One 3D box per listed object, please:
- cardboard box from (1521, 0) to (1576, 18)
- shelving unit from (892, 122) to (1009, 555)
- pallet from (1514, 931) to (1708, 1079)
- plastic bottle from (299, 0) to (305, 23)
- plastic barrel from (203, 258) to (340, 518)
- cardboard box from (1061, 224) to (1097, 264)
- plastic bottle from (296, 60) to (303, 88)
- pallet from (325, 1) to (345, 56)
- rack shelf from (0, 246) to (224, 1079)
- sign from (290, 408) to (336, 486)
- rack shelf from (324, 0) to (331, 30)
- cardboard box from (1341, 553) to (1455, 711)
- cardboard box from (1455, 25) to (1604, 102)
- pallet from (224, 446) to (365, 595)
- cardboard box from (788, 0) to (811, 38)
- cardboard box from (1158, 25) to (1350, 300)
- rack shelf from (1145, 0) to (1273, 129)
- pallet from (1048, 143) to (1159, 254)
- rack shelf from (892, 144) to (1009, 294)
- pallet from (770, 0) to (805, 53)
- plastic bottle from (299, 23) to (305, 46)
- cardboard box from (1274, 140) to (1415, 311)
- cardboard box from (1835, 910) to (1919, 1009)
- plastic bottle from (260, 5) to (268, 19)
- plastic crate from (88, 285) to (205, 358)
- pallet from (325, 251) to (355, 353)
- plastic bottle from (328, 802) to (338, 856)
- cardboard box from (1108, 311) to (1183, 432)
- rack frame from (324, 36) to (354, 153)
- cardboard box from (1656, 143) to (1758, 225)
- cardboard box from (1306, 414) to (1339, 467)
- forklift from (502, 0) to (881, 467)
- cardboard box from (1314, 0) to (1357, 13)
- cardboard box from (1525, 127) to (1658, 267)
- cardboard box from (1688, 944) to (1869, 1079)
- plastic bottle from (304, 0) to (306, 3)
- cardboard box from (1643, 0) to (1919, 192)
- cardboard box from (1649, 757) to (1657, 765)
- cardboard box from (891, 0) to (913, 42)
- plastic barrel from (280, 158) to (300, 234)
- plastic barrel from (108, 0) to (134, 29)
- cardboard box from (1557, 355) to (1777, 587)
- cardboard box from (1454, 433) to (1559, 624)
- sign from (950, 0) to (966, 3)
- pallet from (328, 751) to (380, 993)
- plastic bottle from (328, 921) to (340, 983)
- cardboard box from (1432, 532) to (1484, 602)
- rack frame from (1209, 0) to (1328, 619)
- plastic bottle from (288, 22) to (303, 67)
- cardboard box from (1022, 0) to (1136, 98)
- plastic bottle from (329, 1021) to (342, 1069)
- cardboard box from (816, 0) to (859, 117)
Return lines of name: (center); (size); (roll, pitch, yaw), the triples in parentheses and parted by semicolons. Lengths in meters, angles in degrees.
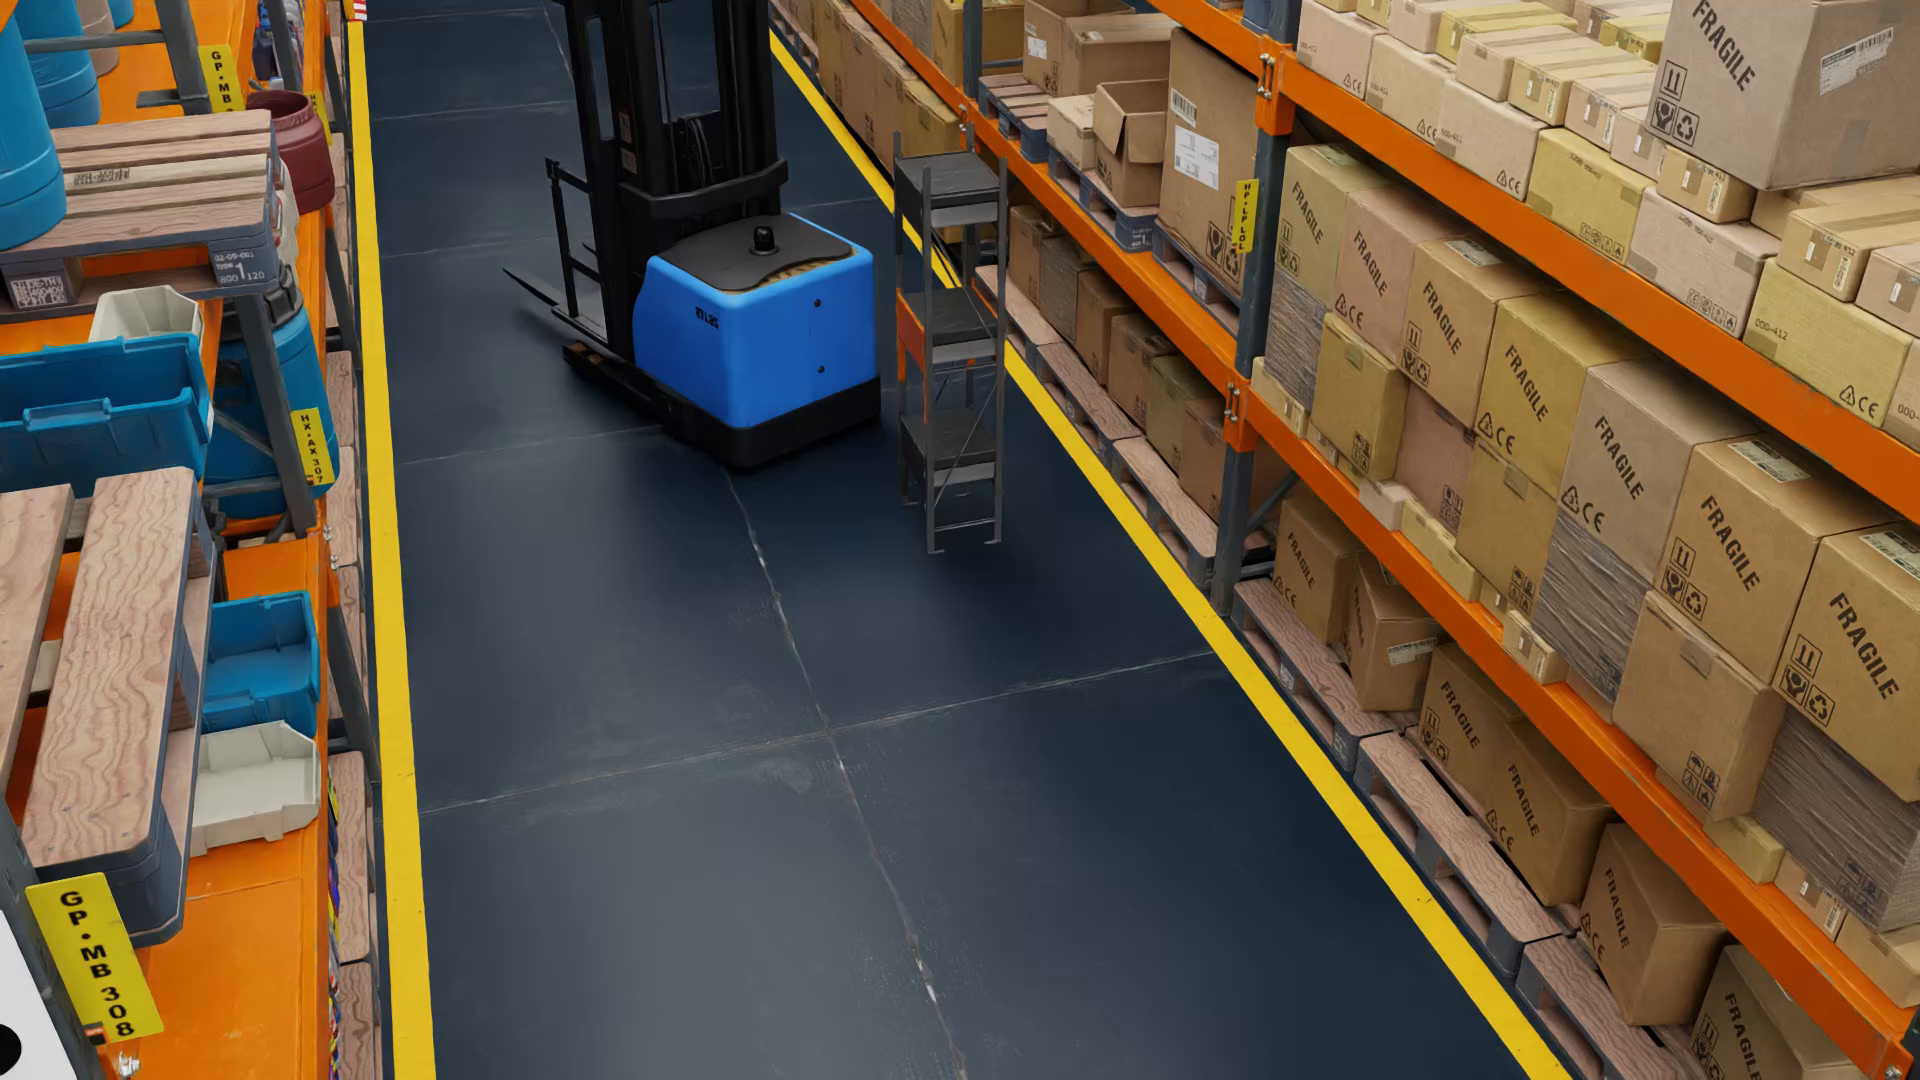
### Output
cardboard box: (2.262, -1.942, 6.022); (0.380, 0.149, 0.250); (-12, 35, -17)
shelving unit: (-0.050, -0.963, 8.303); (0.431, 2.100, 0.503); (-10, 35, -15)
pallet: (2.717, 1.809, 5.821); (1.003, 0.211, 1.213); (-10, 35, -15)
plastic bottle: (-4.831, -3.901, 11.978); (0.144, 0.351, 0.185); (-10, 35, -15)
plastic barrel: (-2.812, -0.612, 6.501); (0.600, 0.901, 0.708); (-10, 35, -15)
cardboard box: (0.919, -1.912, 10.111); (0.500, 0.250, 0.500); (-6, 34, -9)
plastic bottle: (-4.318, -3.028, 10.728); (0.097, 0.271, 0.097); (0, 33, 0)
pallet: (-6.428, -4.847, 15.893); (1.003, 0.211, 1.213); (-10, 35, -15)
rack shelf: (-2.372, -0.050, 4.037); (1.077, 0.370, 4.000); (-10, 35, -15)
sign: (-2.455, -0.351, 6.310); (0.100, 0.325, 0.005); (-10, 35, -15)
rack shelf: (-6.033, -5.099, 14.399); (1.077, 0.370, 4.000); (-10, 35, -15)
cardboard box: (2.000, 0.402, 7.308); (0.500, 0.500, 0.500); (0, 33, 1)
cardboard box: (1.863, -1.564, 5.450); (0.380, 0.149, 0.250); (-11, 35, -16)
pallet: (-3.635, -0.033, 8.609); (1.003, 0.211, 1.213); (-10, 35, -15)
cardboard box: (-1.105, -5.304, 15.602); (0.875, 0.875, 0.875); (-10, 35, -15)
cardboard box: (1.626, -1.848, 7.901); (1.000, 1.000, 1.000); (-10, 35, -14)
rack shelf: (1.125, -2.983, 8.476); (1.077, 0.370, 4.000); (-10, 35, -15)
pallet: (1.157, -1.970, 9.184); (1.003, 0.211, 1.213); (-10, 35, -15)
rack shelf: (-0.050, -1.536, 7.924); (0.431, 0.518, 0.480); (-10, 35, -15)
pallet: (-1.239, -5.073, 16.236); (1.003, 0.211, 1.213); (-10, 35, -15)
plastic bottle: (-4.627, -3.530, 11.552); (0.097, 0.201, 0.097); (0, 33, 0)
cardboard box: (1.630, -1.286, 6.708); (0.500, 0.500, 0.500); (-10, 35, -15)
cardboard box: (2.671, 1.108, 4.580); (0.380, 0.149, 0.250); (-10, 35, -15)
plastic bottle: (-4.801, -3.585, 11.571); (0.097, 0.271, 0.097); (0, 33, 0)
plastic crate: (-2.108, -0.516, 4.328); (0.243, 0.136, 0.396); (-10, 35, -15)
pallet: (-4.483, -1.493, 10.818); (1.003, 0.211, 1.213); (-10, 35, -15)
plastic bottle: (-2.511, 1.062, 6.426); (0.144, 0.351, 0.185); (-11, 35, -16)
cardboard box: (1.269, -0.996, 9.405); (0.700, 0.500, 0.500); (-13, 36, -19)
rack frame: (-5.423, -4.349, 12.611); (1.000, 3.000, 0.127); (-10, 35, -15)
cardboard box: (2.183, -1.015, 4.619); (0.380, 0.149, 0.250); (-12, 35, -17)
cardboard box: (1.680, -0.454, 6.944); (0.380, 0.149, 0.250); (-10, 35, -15)
forklift: (-1.813, -2.362, 9.666); (1.130, 2.935, 3.031); (-26, 41, -33)
cardboard box: (1.540, -2.115, 6.283); (0.380, 0.149, 0.250); (-11, 35, -16)
cardboard box: (2.104, -1.077, 5.074); (0.500, 0.250, 0.500); (-11, 35, -16)
cardboard box: (2.780, 1.655, 5.411); (0.500, 0.500, 0.500); (-4, 34, -6)
plastic bottle: (-4.994, -4.145, 12.415); (0.152, 0.276, 0.135); (-10, 35, -15)
cardboard box: (2.241, -1.279, 4.430); (0.500, 0.500, 0.500); (-10, 35, -15)
cardboard box: (2.372, 0.582, 5.376); (0.380, 0.149, 0.250); (-10, 35, -15)
cardboard box: (-0.180, -3.876, 11.804); (0.500, 0.500, 0.500); (-11, 35, -16)
plastic barrel: (-3.685, -1.792, 8.639); (0.421, 0.512, 0.421); (0, 33, 0)
plastic barrel: (-3.743, -2.527, 6.678); (0.600, 0.901, 0.708); (-10, 35, -15)
cardboard box: (2.244, -0.237, 5.120); (0.500, 0.500, 0.500); (-10, 35, -15)
cardboard box: (2.294, -0.118, 5.847); (0.875, 0.500, 0.500); (-10, 35, -15)
sign: (-0.013, -3.470, 10.230); (0.100, 0.325, 0.005); (-10, 35, -15)
pallet: (-2.817, 1.374, 6.479); (1.003, 0.211, 1.213); (-10, 35, -15)
plastic bottle: (-2.308, 1.450, 5.907); (0.152, 0.276, 0.135); (-9, 35, -14)
cardboard box: (1.984, 0.071, 6.149); (0.380, 0.149, 0.250); (-10, 35, -15)
rack frame: (1.735, -0.982, 7.515); (1.000, 3.000, 0.127); (-10, 35, -15)
plastic bottle: (-4.495, -3.323, 11.103); (0.144, 0.351, 0.185); (-10, 35, -15)
cardboard box: (0.717, -3.022, 10.131); (0.500, 0.500, 0.500); (-14, 36, -21)
plastic bottle: (-2.153, 1.669, 5.579); (0.097, 0.271, 0.097); (0, 33, 0)
cardboard box: (-0.491, -4.138, 13.838); (1.225, 0.875, 0.875); (-10, 35, -15)
